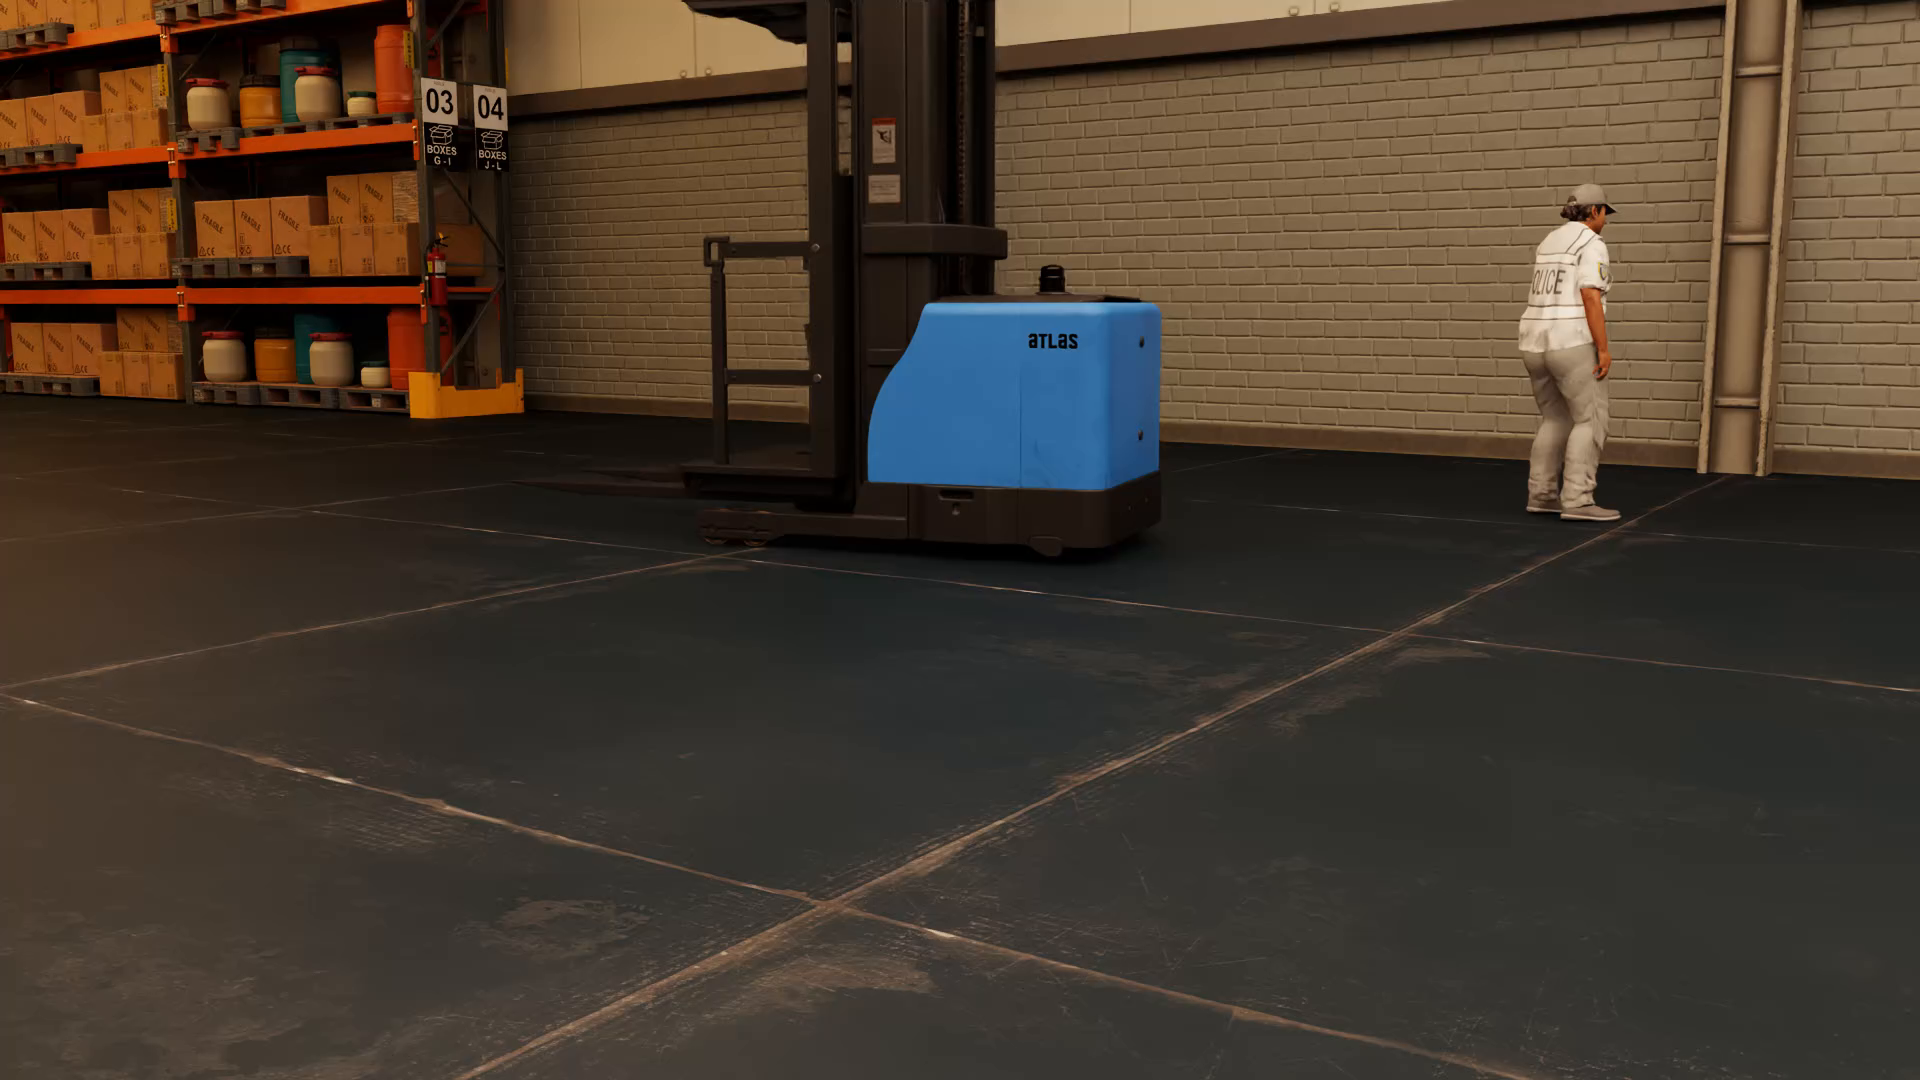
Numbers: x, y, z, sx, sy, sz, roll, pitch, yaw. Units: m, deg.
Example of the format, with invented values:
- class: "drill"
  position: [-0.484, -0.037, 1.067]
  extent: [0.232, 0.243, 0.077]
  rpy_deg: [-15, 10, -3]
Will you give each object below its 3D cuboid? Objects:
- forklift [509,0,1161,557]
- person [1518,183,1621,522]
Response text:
- class: "forklift"
  position: [-0.642, -1.484, 7.627]
  extent: [3.031, 2.935, 1.130]
  rpy_deg: [3, 9, 20]
- class: "person"
  position: [3.074, -0.942, 8.337]
  extent: [0.466, 1.667, 0.535]
  rpy_deg: [-2, 8, -16]
